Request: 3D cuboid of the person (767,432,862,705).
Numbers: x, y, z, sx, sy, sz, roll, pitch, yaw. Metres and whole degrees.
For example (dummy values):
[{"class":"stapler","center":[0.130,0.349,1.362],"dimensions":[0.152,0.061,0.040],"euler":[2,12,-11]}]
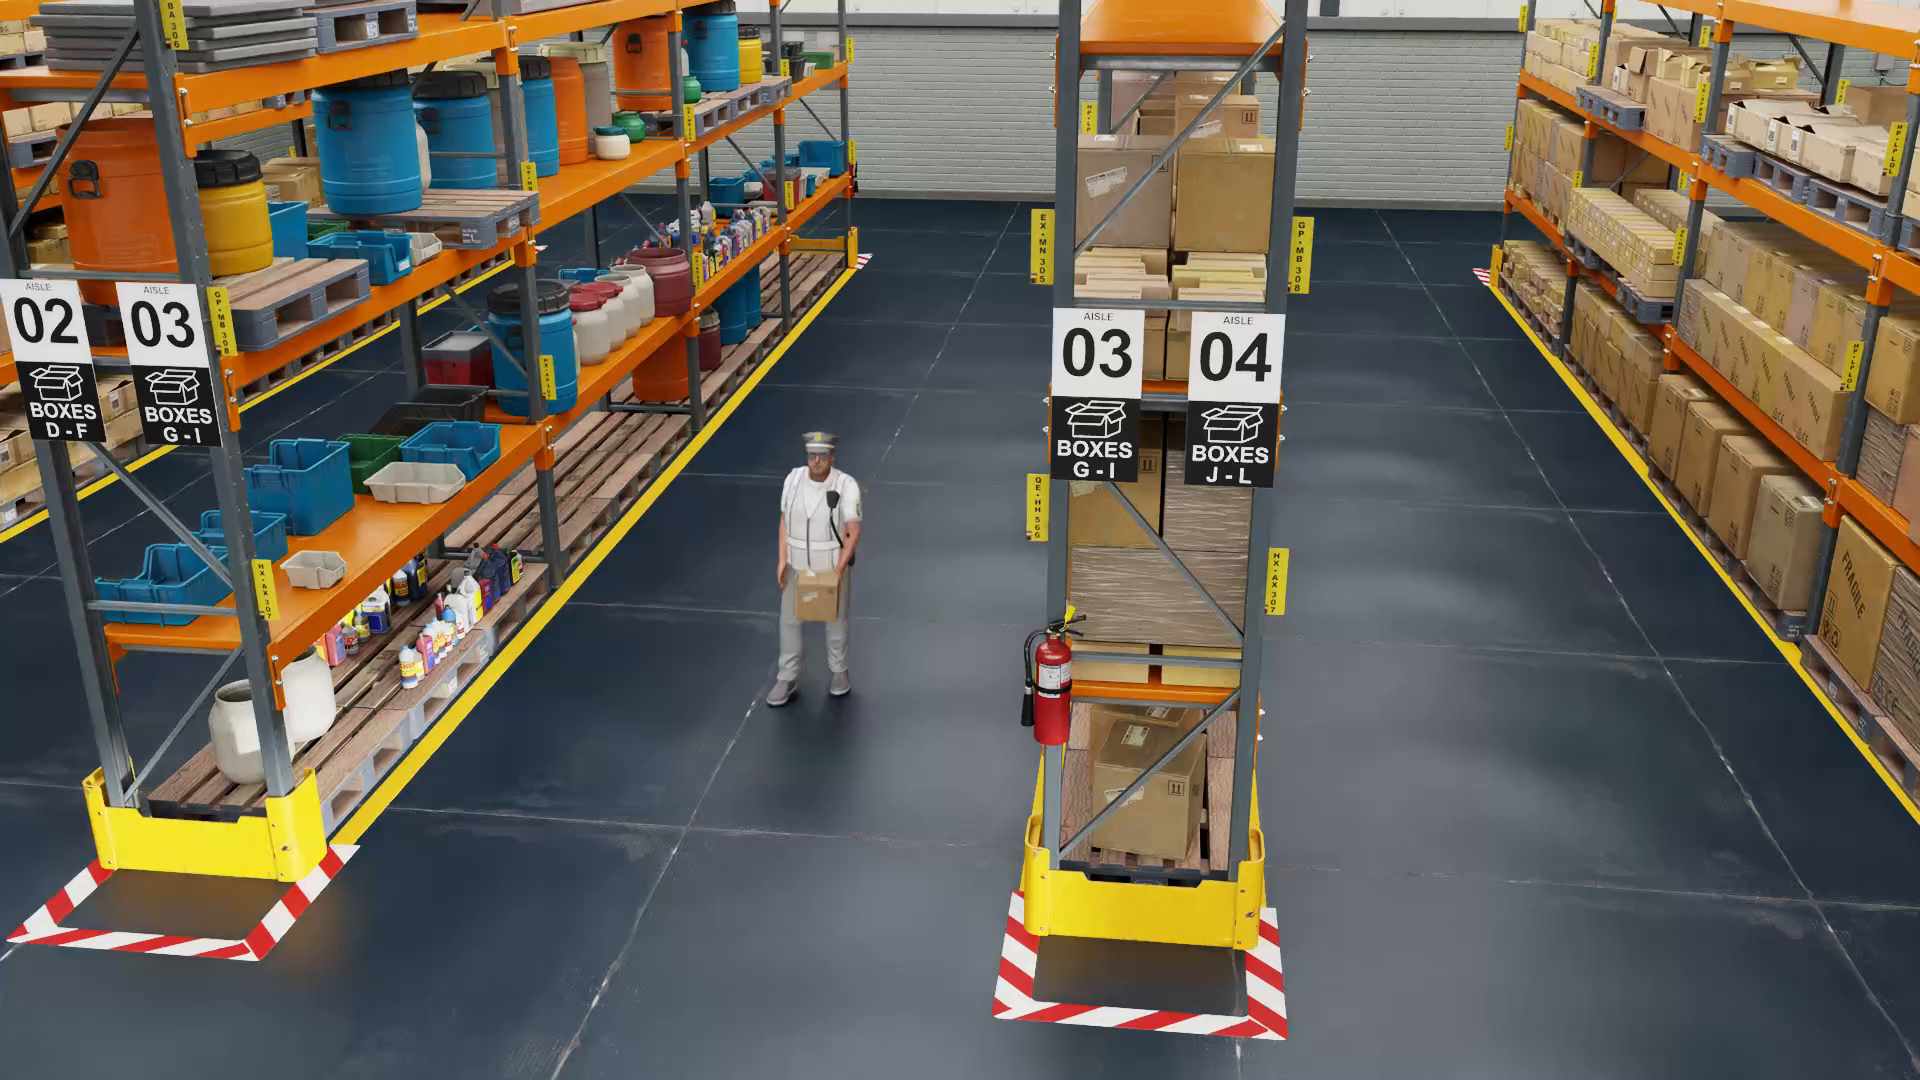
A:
[{"class":"person","center":[-0.920,0.177,10.558],"dimensions":[0.570,1.773,0.601],"euler":[4,21,11]}]
